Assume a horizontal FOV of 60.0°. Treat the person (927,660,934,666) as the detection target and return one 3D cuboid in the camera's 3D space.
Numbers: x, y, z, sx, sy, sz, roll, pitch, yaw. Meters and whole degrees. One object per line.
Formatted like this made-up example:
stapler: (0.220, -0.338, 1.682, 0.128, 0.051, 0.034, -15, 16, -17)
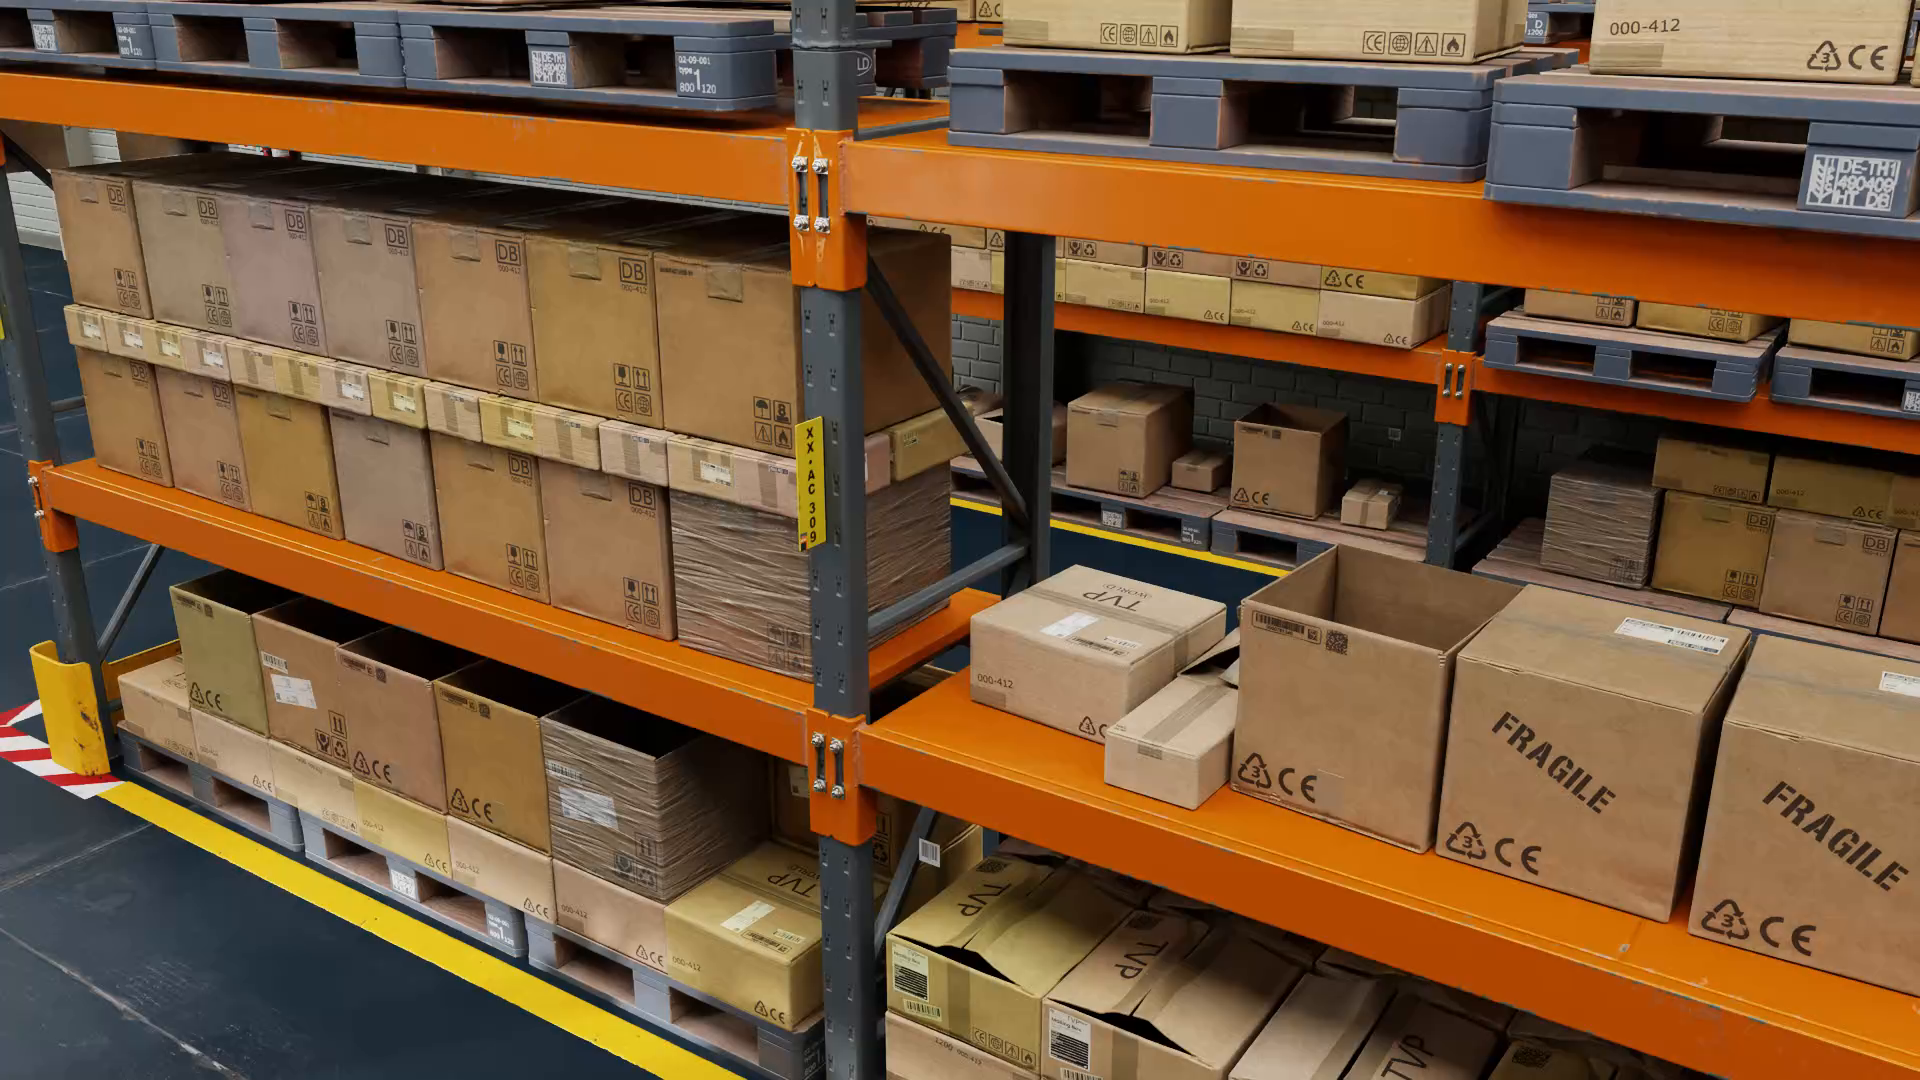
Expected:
person: (-0.278, 0.079, 6.857, 0.362, 1.671, 0.519, 11, 23, 28)
